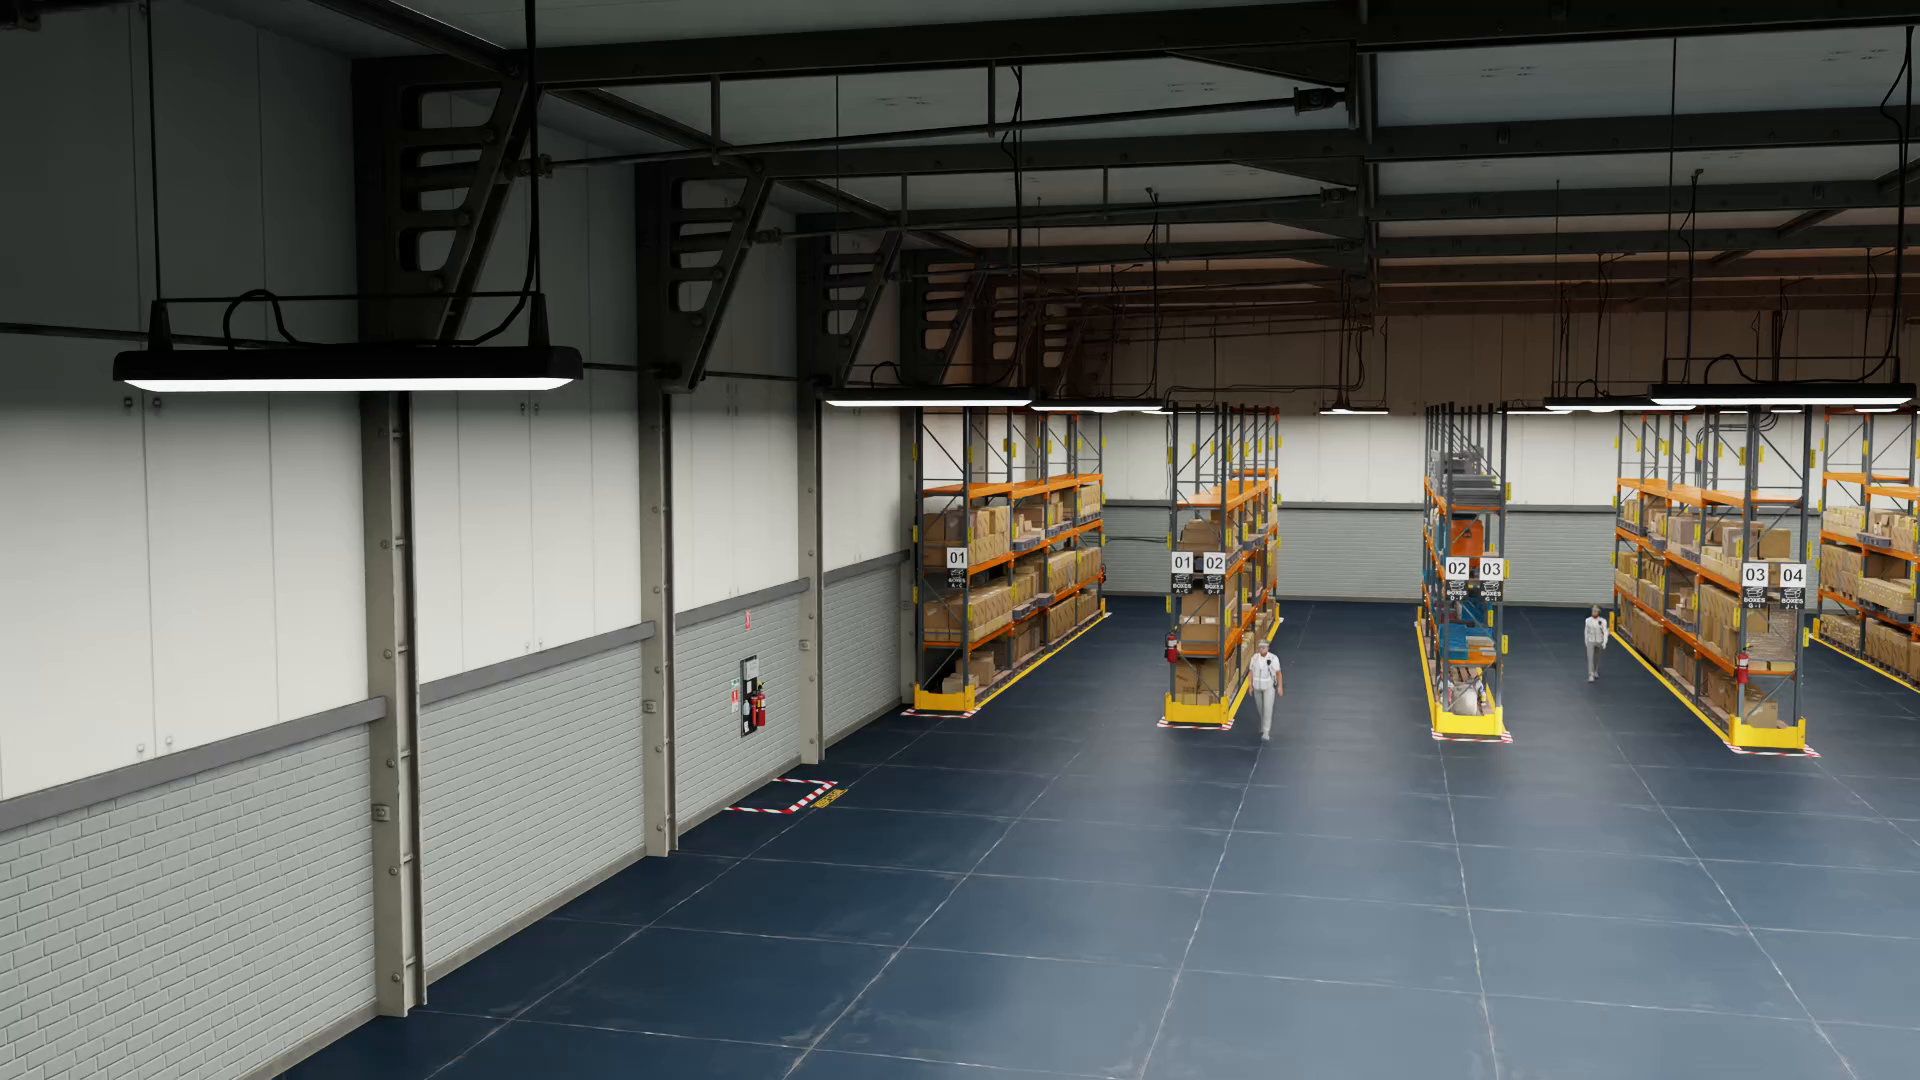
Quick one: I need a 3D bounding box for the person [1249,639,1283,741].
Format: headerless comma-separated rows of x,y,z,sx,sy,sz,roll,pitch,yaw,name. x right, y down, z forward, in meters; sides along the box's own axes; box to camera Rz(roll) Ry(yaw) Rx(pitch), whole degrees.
5.432,2.644,29.796,0.573,1.734,0.904,3,5,35,person

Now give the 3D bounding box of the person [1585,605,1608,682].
13.809,2.214,36.059,0.452,1.616,1.013,1,4,14,person
